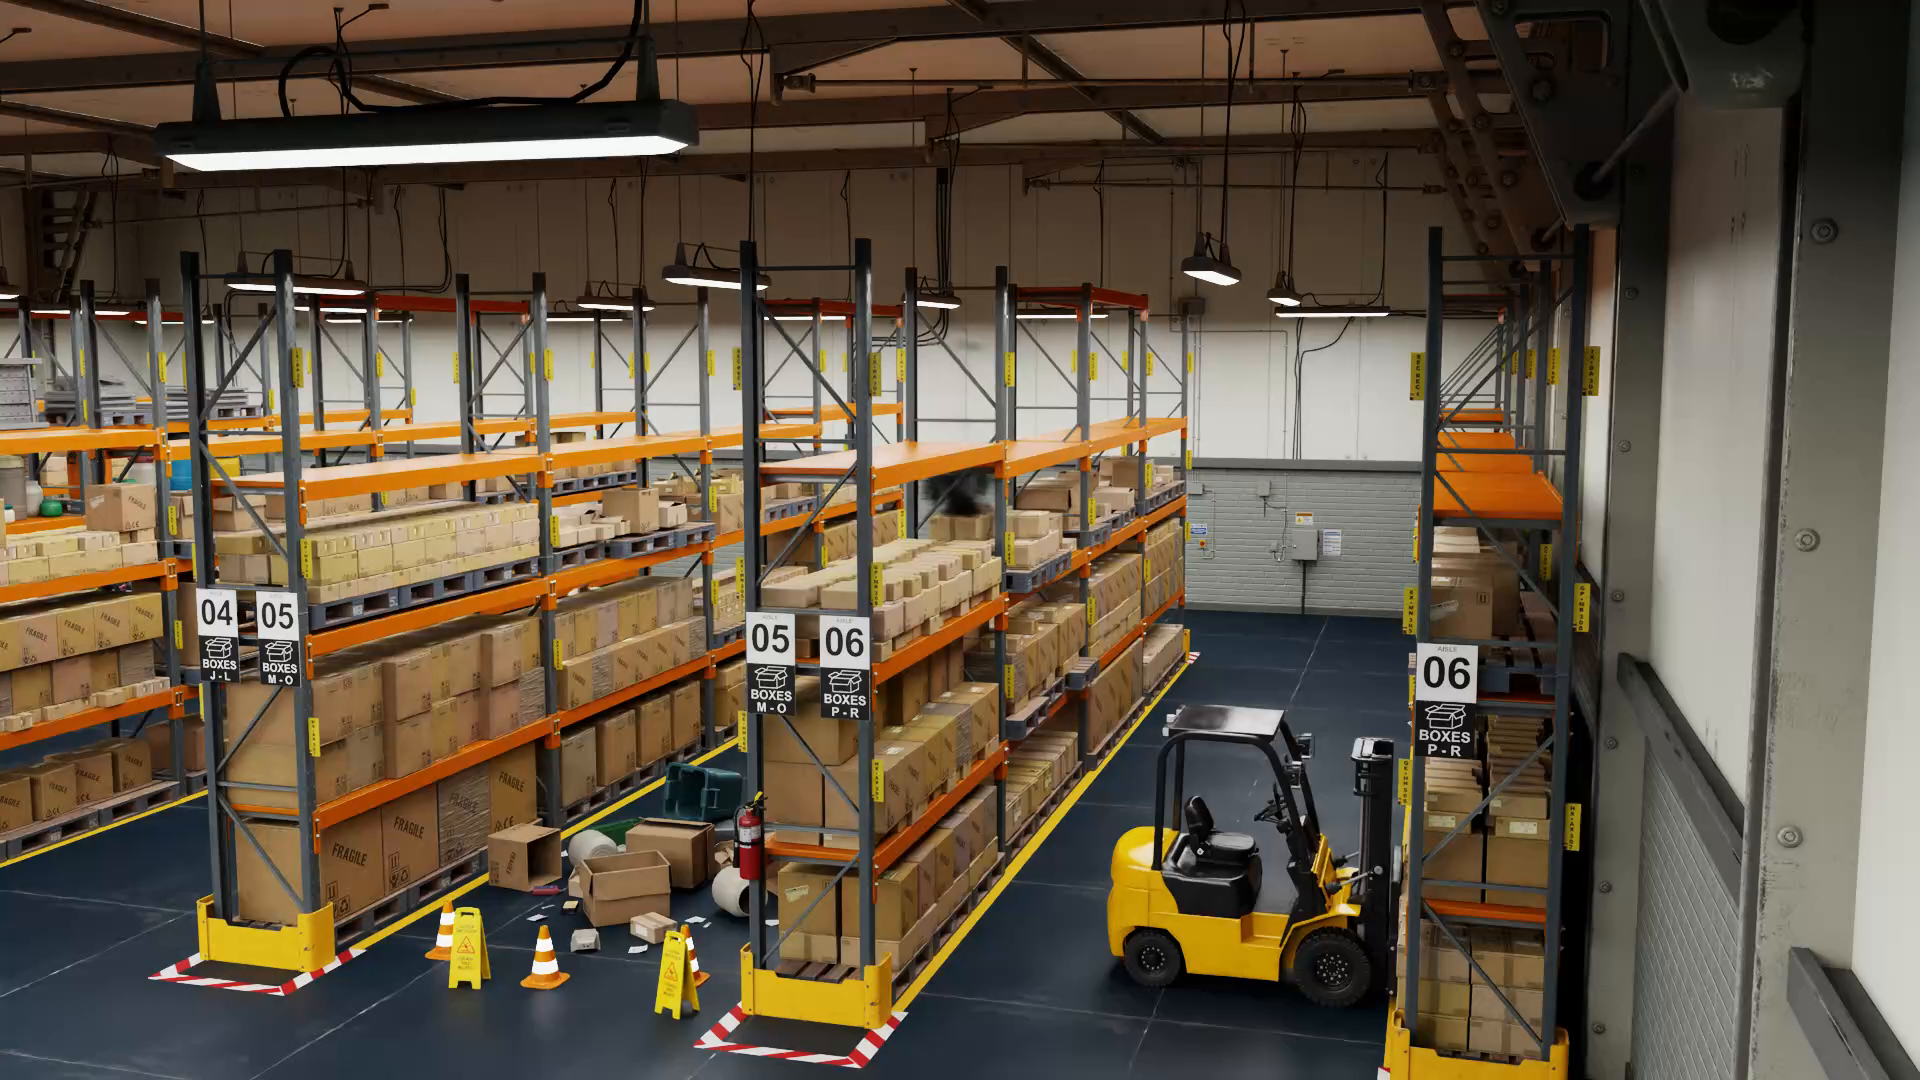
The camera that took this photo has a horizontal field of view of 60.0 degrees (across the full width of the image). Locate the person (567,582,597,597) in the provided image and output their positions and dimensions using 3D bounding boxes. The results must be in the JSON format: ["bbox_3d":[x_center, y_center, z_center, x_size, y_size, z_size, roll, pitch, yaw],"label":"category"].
[{"bbox_3d":[-5.844,1.373,26.000,0.640,1.796,0.890,2,7,15],"label":"person"}]
